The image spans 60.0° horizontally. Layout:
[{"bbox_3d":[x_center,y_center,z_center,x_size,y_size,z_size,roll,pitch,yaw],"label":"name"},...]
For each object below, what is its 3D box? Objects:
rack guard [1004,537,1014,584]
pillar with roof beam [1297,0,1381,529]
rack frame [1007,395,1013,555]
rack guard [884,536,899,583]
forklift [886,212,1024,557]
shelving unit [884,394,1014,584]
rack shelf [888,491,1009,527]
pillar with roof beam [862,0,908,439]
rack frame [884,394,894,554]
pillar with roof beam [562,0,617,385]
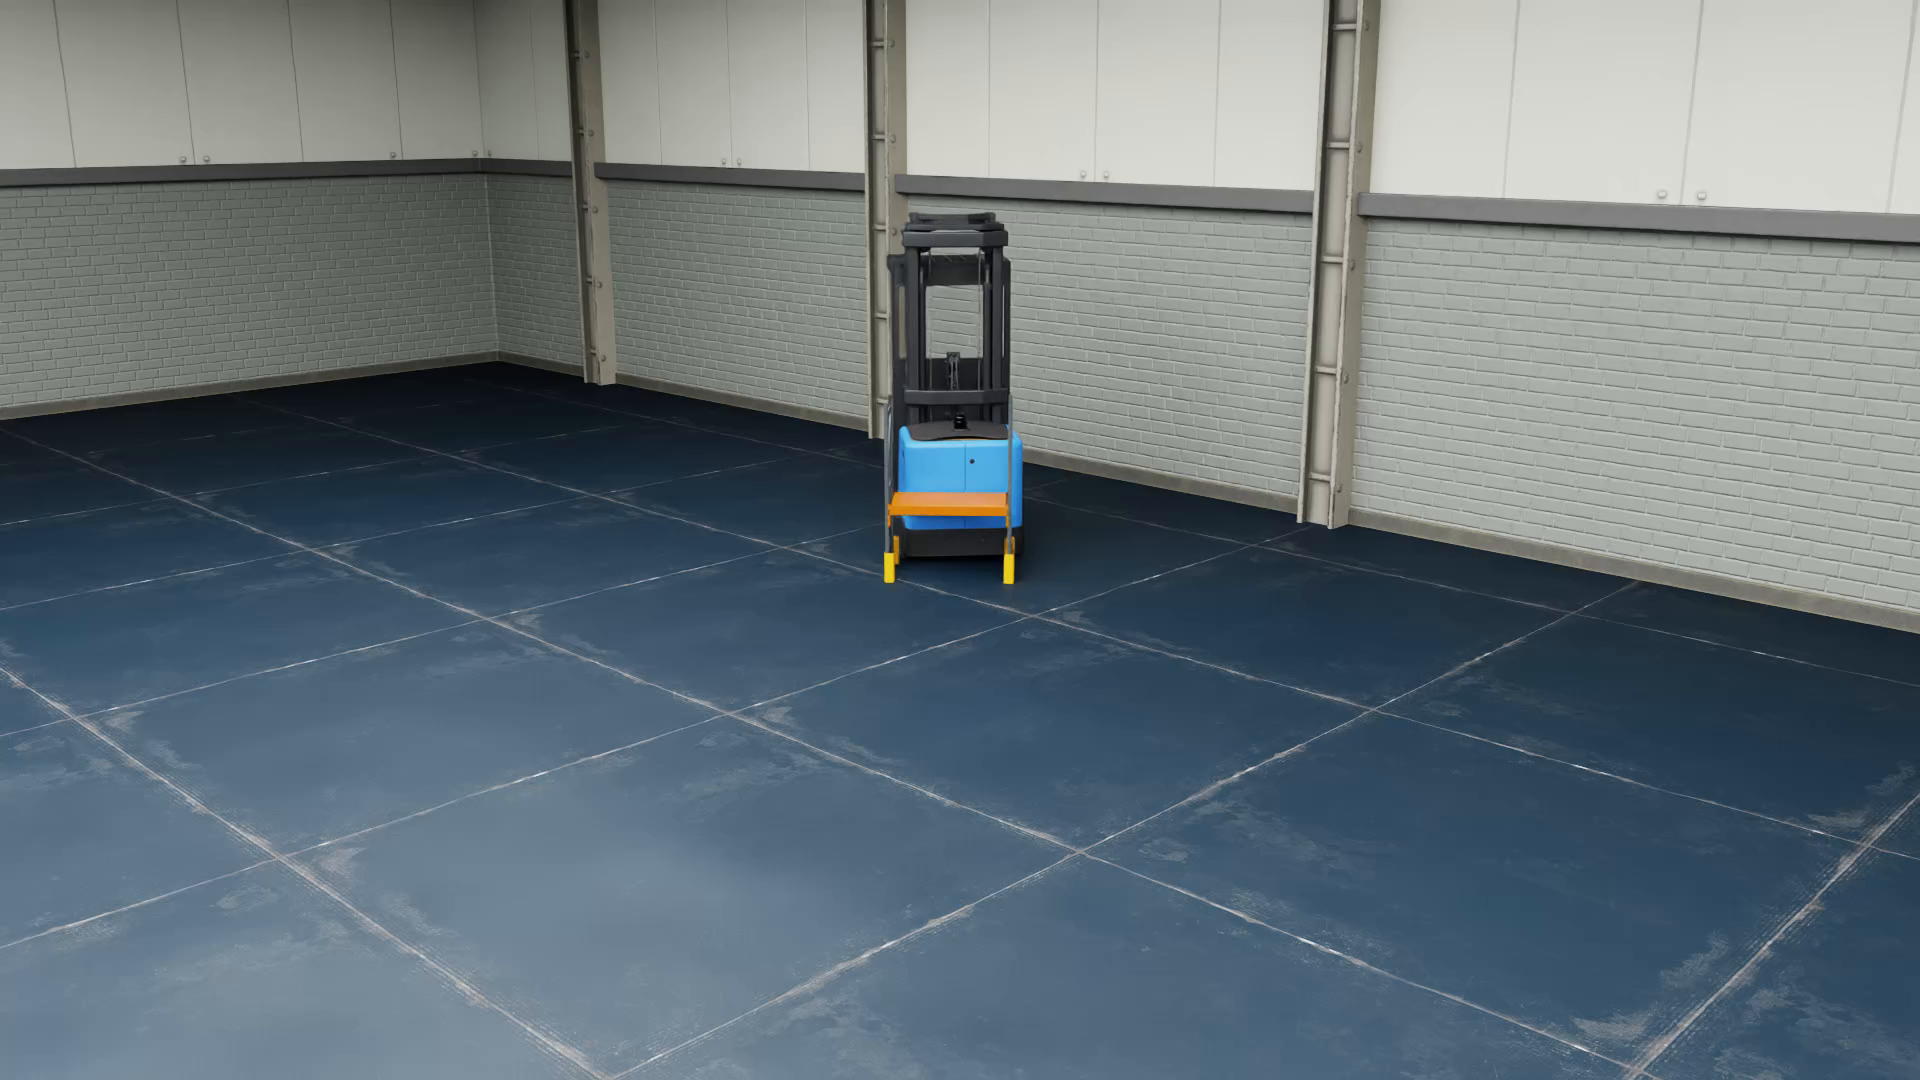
[{"bbox_3d":[0.417,0.170,14.102,0.087,0.250,0.587,0,15,2],"label":"rack guard"},{"bbox_3d":[0.479,-3.739,11.752,0.400,9.000,9.100,14,20,42],"label":"pillar with roof beam"},{"bbox_3d":[0.418,-0.435,13.944,0.032,1.500,0.500,0,15,2],"label":"rack frame"},{"bbox_3d":[-0.578,0.161,14.135,0.087,0.250,0.587,0,15,2],"label":"rack guard"},{"bbox_3d":[-0.110,-1.593,15.550,1.130,2.935,3.031,-1,15,-6],"label":"forklift"},{"bbox_3d":[-0.081,-0.439,13.961,1.083,1.500,0.587,0,15,2],"label":"shelving unit"},{"bbox_3d":[-0.090,-0.265,14.006,1.000,0.185,0.538,0,15,2],"label":"rack shelf"},{"bbox_3d":[-3.840,-4.789,15.782,0.400,9.000,9.100,14,20,42],"label":"pillar with roof beam"},{"bbox_3d":[-0.598,-0.444,13.978,0.032,1.500,0.500,0,15,2],"label":"rack frame"},{"bbox_3d":[-8.159,-5.839,19.812,0.400,9.000,9.100,14,20,42],"label":"pillar with roof beam"}]
